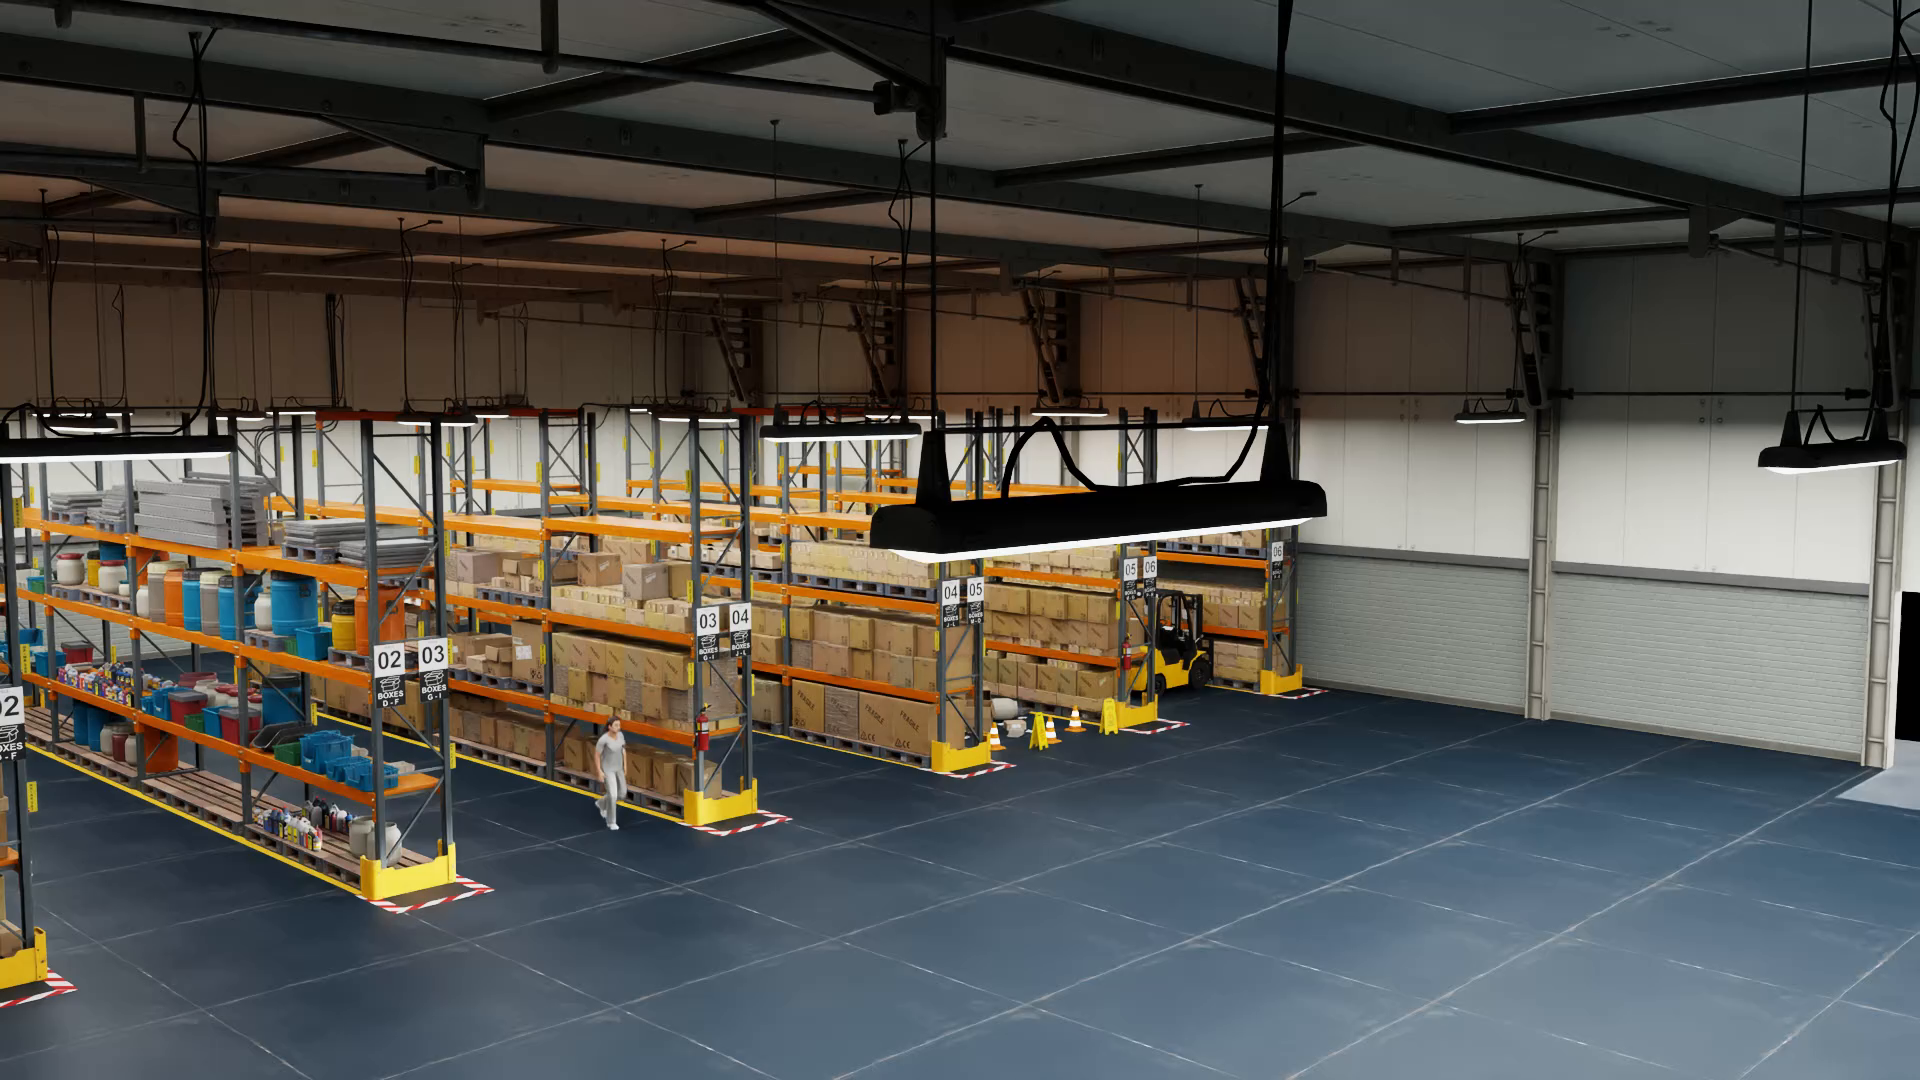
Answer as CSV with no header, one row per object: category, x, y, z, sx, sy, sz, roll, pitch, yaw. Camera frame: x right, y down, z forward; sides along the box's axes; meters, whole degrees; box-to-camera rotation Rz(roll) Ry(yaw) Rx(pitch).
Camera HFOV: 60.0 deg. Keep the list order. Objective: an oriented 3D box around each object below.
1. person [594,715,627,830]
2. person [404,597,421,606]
person,-5.142,3.366,24.295,0.640,1.654,0.523,4,6,38
person,-12.865,1.998,39.089,0.521,1.726,1.132,0,5,5
